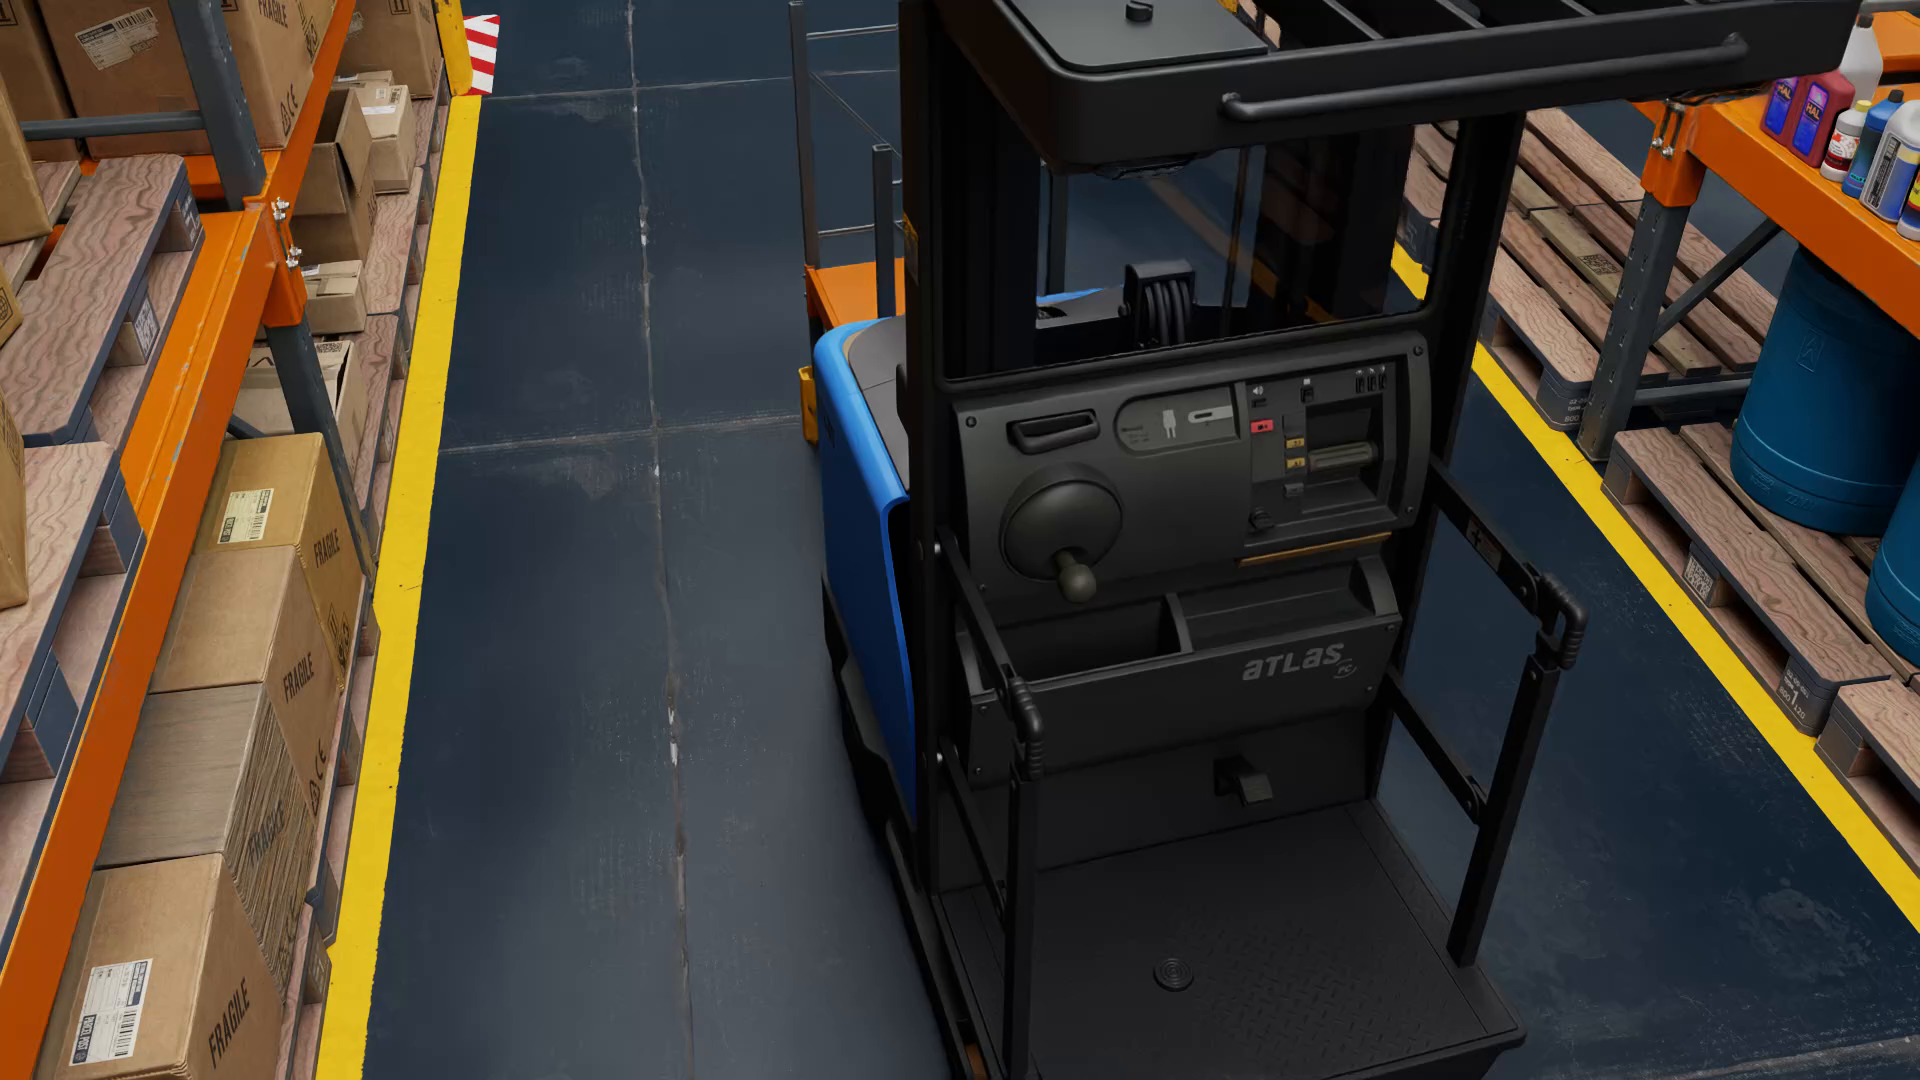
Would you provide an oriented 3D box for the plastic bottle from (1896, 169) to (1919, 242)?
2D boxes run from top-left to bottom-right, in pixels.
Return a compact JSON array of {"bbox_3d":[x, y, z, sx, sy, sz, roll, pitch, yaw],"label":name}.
[{"bbox_3d":[2.363,-0.863,4.021,0.097,0.271,0.097,0,38,0],"label":"plastic bottle"}]

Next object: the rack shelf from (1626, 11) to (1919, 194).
[{"bbox_3d":[2.249,-2.453,6.549,1.077,0.370,4.000,-6,38,-8],"label":"rack shelf"}]

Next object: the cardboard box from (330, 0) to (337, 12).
[{"bbox_3d":[-2.277,-1.986,5.280,0.500,0.500,0.500,-6,38,-8],"label":"cardboard box"}]

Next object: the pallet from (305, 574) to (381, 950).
[{"bbox_3d":[-2.098,0.590,4.318,1.003,0.211,1.213,-6,38,-8],"label":"pallet"}]

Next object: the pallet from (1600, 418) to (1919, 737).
[{"bbox_3d":[2.694,0.043,5.023,1.003,0.211,1.213,-6,38,-8],"label":"pallet"}]

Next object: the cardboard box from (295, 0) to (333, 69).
[{"bbox_3d":[-2.192,-1.684,4.891,0.500,0.500,0.500,-6,38,-7],"label":"cardboard box"}]

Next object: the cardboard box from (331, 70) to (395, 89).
[{"bbox_3d":[-2.659,-1.913,7.218,0.380,0.166,0.250,-6,38,-8],"label":"cardboard box"}]

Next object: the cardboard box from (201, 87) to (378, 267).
[{"bbox_3d":[-2.612,-1.320,6.181,0.797,0.503,0.637,-6,38,-8],"label":"cardboard box"}]

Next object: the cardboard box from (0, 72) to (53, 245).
[{"bbox_3d":[-2.415,-0.893,3.531,0.700,0.500,0.500,-19,42,-23],"label":"cardboard box"}]

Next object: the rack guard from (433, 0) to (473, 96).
[{"bbox_3d":[-2.966,-2.381,7.908,1.175,0.500,0.348,-6,38,-8],"label":"rack guard"}]

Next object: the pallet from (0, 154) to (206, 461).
[{"bbox_3d":[-2.245,-0.428,3.513,1.003,0.211,1.213,-6,38,-8],"label":"pallet"}]

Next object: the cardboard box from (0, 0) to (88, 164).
[{"bbox_3d":[-2.618,-1.312,4.412,0.500,0.500,0.500,-6,38,-7],"label":"cardboard box"}]

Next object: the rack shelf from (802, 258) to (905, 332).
[{"bbox_3d":[-0.111,-0.556,5.037,0.538,0.185,1.000,-10,39,-13],"label":"rack shelf"}]

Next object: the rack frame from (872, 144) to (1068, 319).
[{"bbox_3d":[0.030,-0.399,4.541,0.500,1.500,0.032,-10,39,-13],"label":"rack frame"}]

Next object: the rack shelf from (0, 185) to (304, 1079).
[{"bbox_3d":[-1.927,0.494,2.756,1.077,0.370,4.000,-6,38,-8],"label":"rack shelf"}]

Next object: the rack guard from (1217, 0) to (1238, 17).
[{"bbox_3d":[1.881,-2.971,8.666,1.175,0.500,0.348,-6,38,-8],"label":"rack guard"}]

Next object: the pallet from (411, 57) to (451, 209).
[{"bbox_3d":[-2.825,-1.786,7.377,1.003,0.211,1.213,-6,38,-8],"label":"pallet"}]

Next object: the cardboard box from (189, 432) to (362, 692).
[{"bbox_3d":[-1.909,0.082,4.378,0.500,0.500,0.500,-6,38,-8],"label":"cardboard box"}]

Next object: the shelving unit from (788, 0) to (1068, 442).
[{"bbox_3d":[-0.114,-0.704,4.933,0.587,1.500,1.083,-10,39,-13],"label":"shelving unit"}]

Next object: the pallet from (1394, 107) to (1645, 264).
[{"bbox_3d":[2.215,-1.606,7.145,1.003,0.211,1.213,-6,38,-8],"label":"pallet"}]

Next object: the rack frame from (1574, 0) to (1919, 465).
[{"bbox_3d":[2.599,-1.529,4.773,1.000,3.000,0.127,-6,38,-8],"label":"rack frame"}]

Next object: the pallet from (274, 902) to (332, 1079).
[{"bbox_3d":[-1.881,1.329,3.368,1.003,0.211,1.213,-6,38,-8],"label":"pallet"}]

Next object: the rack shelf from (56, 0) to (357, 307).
[{"bbox_3d":[-2.628,-1.922,5.866,1.077,0.370,4.000,-6,38,-8],"label":"rack shelf"}]

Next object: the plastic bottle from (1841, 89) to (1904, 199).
[{"bbox_3d":[2.322,-1.004,4.202,0.097,0.271,0.097,0,38,0],"label":"plastic bottle"}]

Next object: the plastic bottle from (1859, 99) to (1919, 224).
[{"bbox_3d":[2.370,-0.938,4.114,0.152,0.276,0.135,-6,38,-8],"label":"plastic bottle"}]

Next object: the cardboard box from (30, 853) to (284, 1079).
[{"bbox_3d":[-1.652,0.992,3.207,0.500,0.500,0.500,-7,38,-9],"label":"cardboard box"}]

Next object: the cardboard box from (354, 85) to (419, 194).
[{"bbox_3d":[-2.504,-1.623,6.777,0.500,0.250,0.500,-6,38,-8],"label":"cardboard box"}]

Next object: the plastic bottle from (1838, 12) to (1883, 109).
[{"bbox_3d":[2.349,-1.237,4.438,0.144,0.351,0.185,-6,38,-8],"label":"plastic bottle"}]

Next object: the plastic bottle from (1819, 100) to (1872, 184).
[{"bbox_3d":[2.305,-1.035,4.299,0.097,0.201,0.097,0,38,0],"label":"plastic bottle"}]

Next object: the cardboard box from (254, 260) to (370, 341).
[{"bbox_3d":[-2.300,-0.851,5.852,0.380,0.166,0.250,-6,38,-8],"label":"cardboard box"}]

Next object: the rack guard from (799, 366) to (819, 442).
[{"bbox_3d":[-0.252,-0.504,5.695,0.587,0.250,0.087,-10,39,-13],"label":"rack guard"}]

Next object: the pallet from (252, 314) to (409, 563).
[{"bbox_3d":[-2.397,-0.312,5.480,1.003,0.211,1.213,-6,38,-8],"label":"pallet"}]

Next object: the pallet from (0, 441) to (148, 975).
[{"bbox_3d":[-1.922,0.319,2.550,1.003,0.211,1.213,-6,38,-8],"label":"pallet"}]

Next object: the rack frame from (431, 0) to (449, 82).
[{"bbox_3d":[-2.979,-3.414,7.200,1.000,3.000,0.127,-6,38,-8],"label":"rack frame"}]

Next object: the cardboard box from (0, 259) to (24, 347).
[{"bbox_3d":[-2.232,-0.485,3.005,0.700,0.500,0.500,-1,38,-1],"label":"cardboard box"}]

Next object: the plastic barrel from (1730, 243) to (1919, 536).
[{"bbox_3d":[2.678,-0.536,4.862,0.600,0.901,0.708,-6,38,-8],"label":"plastic barrel"}]

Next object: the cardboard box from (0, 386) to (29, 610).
[{"bbox_3d":[-1.907,-0.143,2.565,0.700,0.500,0.500,-16,41,-19],"label":"cardboard box"}]

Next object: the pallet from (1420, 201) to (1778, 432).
[{"bbox_3d":[2.432,-0.868,6.195,1.003,0.211,1.213,-6,38,-8],"label":"pallet"}]

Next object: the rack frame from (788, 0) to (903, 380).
[{"bbox_3d":[-0.252,-0.998,5.312,0.500,1.500,0.032,-10,39,-13],"label":"rack frame"}]

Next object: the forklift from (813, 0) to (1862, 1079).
[{"bbox_3d":[0.510,-0.062,2.941,1.130,2.935,3.031,-10,39,-13],"label":"forklift"}]

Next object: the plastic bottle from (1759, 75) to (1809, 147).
[{"bbox_3d":[2.244,-1.215,4.465,0.061,0.283,0.133,-6,38,-8],"label":"plastic bottle"}]

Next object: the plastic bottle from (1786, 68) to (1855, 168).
[{"bbox_3d":[2.267,-1.135,4.361,0.061,0.283,0.133,-6,38,-8],"label":"plastic bottle"}]

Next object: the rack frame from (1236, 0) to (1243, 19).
[{"bbox_3d":[1.898,-3.945,7.883,1.000,3.000,0.127,-6,38,-8],"label":"rack frame"}]

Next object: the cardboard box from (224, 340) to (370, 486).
[{"bbox_3d":[-2.138,-0.387,5.136,0.500,0.311,0.500,-6,38,-8],"label":"cardboard box"}]

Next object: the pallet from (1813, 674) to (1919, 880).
[{"bbox_3d":[2.911,0.781,4.072,1.003,0.211,1.213,-6,38,-8],"label":"pallet"}]

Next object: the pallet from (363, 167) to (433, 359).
[{"bbox_3d":[-2.615,-1.050,6.430,1.003,0.211,1.213,-6,38,-8],"label":"pallet"}]

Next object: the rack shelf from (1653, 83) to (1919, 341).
[{"bbox_3d":[2.950,-0.037,3.439,1.077,0.370,4.000,-6,38,-8],"label":"rack shelf"}]

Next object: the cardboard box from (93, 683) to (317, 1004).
[{"bbox_3d":[-1.743,0.685,3.603,0.500,0.500,0.500,-6,38,-7],"label":"cardboard box"}]

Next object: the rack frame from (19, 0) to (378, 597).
[{"bbox_3d":[-2.278,-0.998,4.090,1.000,3.000,0.127,-6,38,-8],"label":"rack frame"}]

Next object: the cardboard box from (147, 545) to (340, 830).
[{"bbox_3d":[-1.831,0.382,3.992,0.500,0.500,0.500,-6,38,-8],"label":"cardboard box"}]

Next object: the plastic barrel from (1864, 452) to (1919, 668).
[{"bbox_3d":[2.802,-0.108,4.312,0.600,0.901,0.708,-6,38,-8],"label":"plastic barrel"}]

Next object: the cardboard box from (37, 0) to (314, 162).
[{"bbox_3d":[-2.099,-1.375,4.493,0.500,0.500,0.500,-5,38,-7],"label":"cardboard box"}]

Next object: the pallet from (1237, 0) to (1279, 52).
[{"bbox_3d":[2.005,-2.341,8.092,1.003,0.211,1.213,-6,38,-8],"label":"pallet"}]

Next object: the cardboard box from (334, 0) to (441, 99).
[{"bbox_3d":[-2.641,-2.299,7.443,0.500,0.500,0.500,-6,38,-8],"label":"cardboard box"}]
